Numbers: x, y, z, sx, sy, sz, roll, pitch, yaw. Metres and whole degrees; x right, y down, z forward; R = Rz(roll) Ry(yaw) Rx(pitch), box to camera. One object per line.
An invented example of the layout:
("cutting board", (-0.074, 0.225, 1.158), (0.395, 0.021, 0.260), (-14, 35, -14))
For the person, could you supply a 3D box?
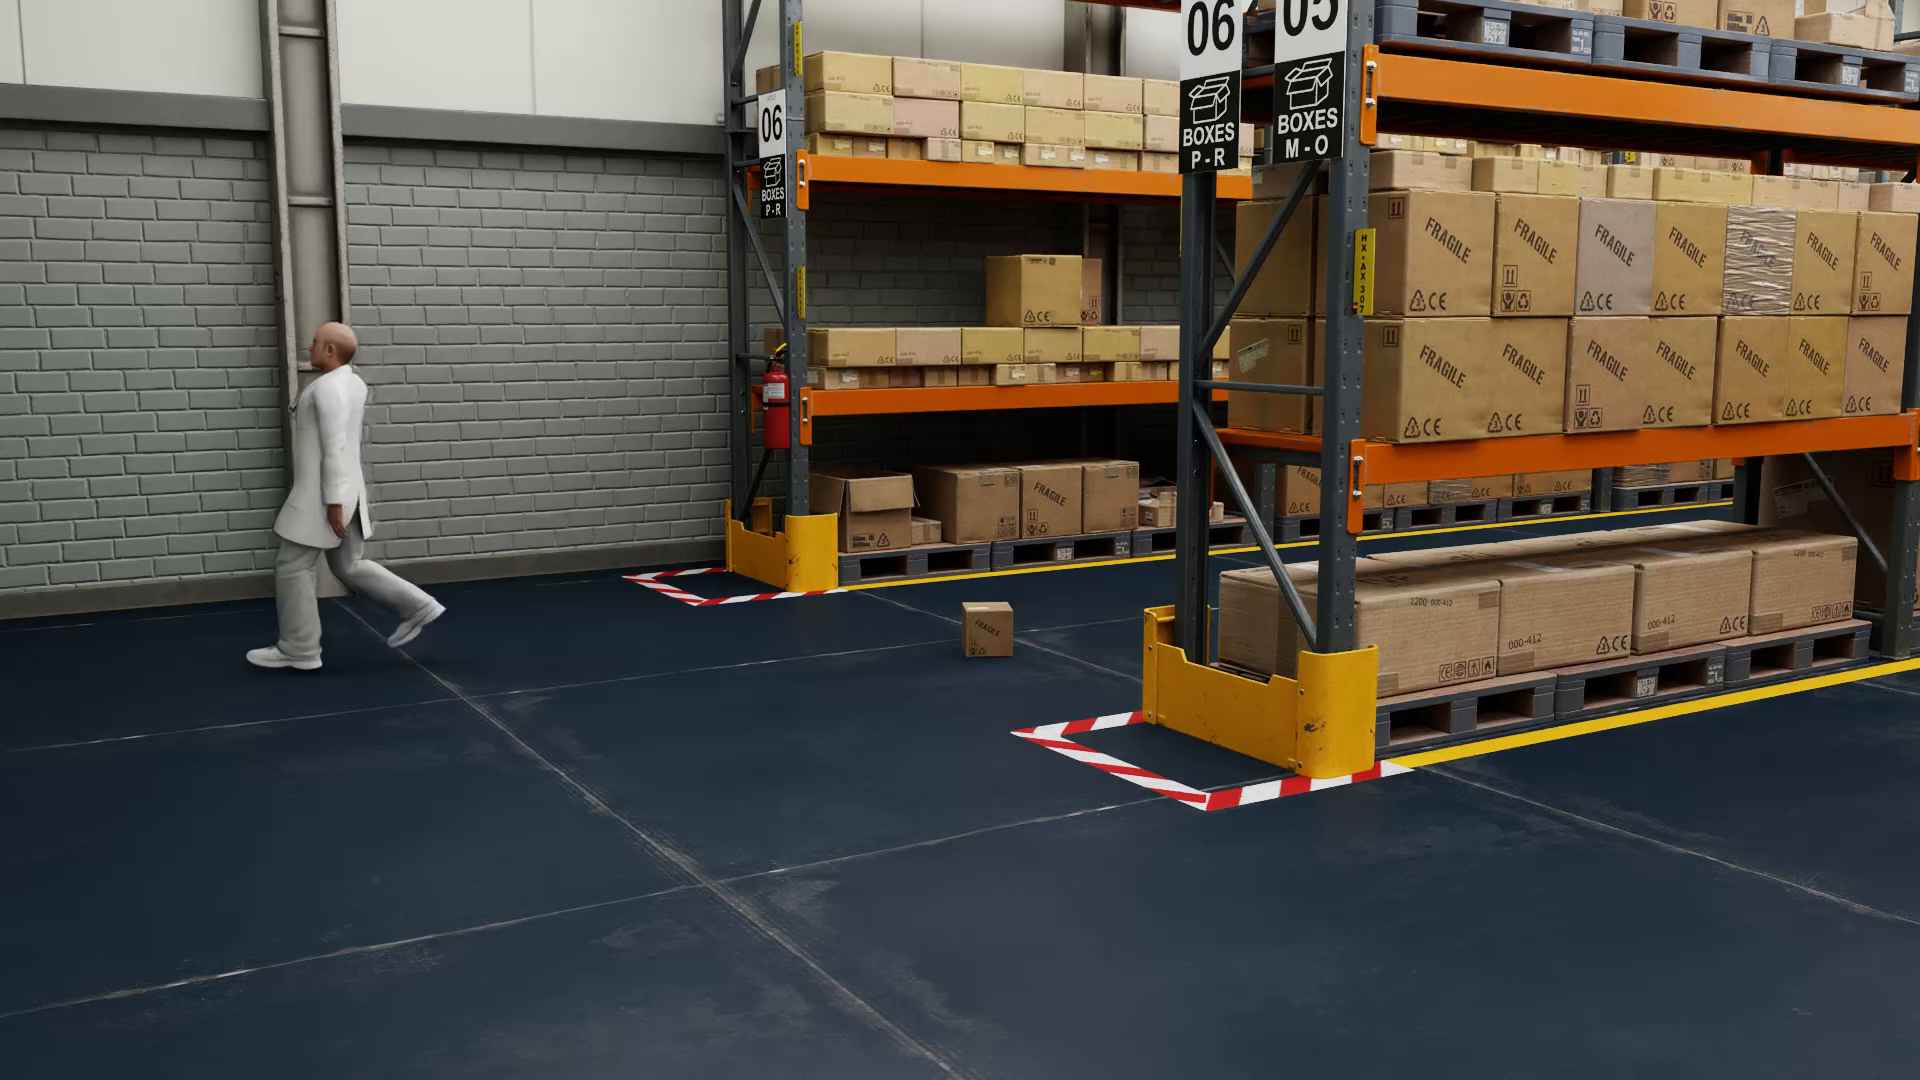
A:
("person", (-3.149, -0.226, 8.450), (0.970, 1.747, 0.574), (0, 8, -2))
